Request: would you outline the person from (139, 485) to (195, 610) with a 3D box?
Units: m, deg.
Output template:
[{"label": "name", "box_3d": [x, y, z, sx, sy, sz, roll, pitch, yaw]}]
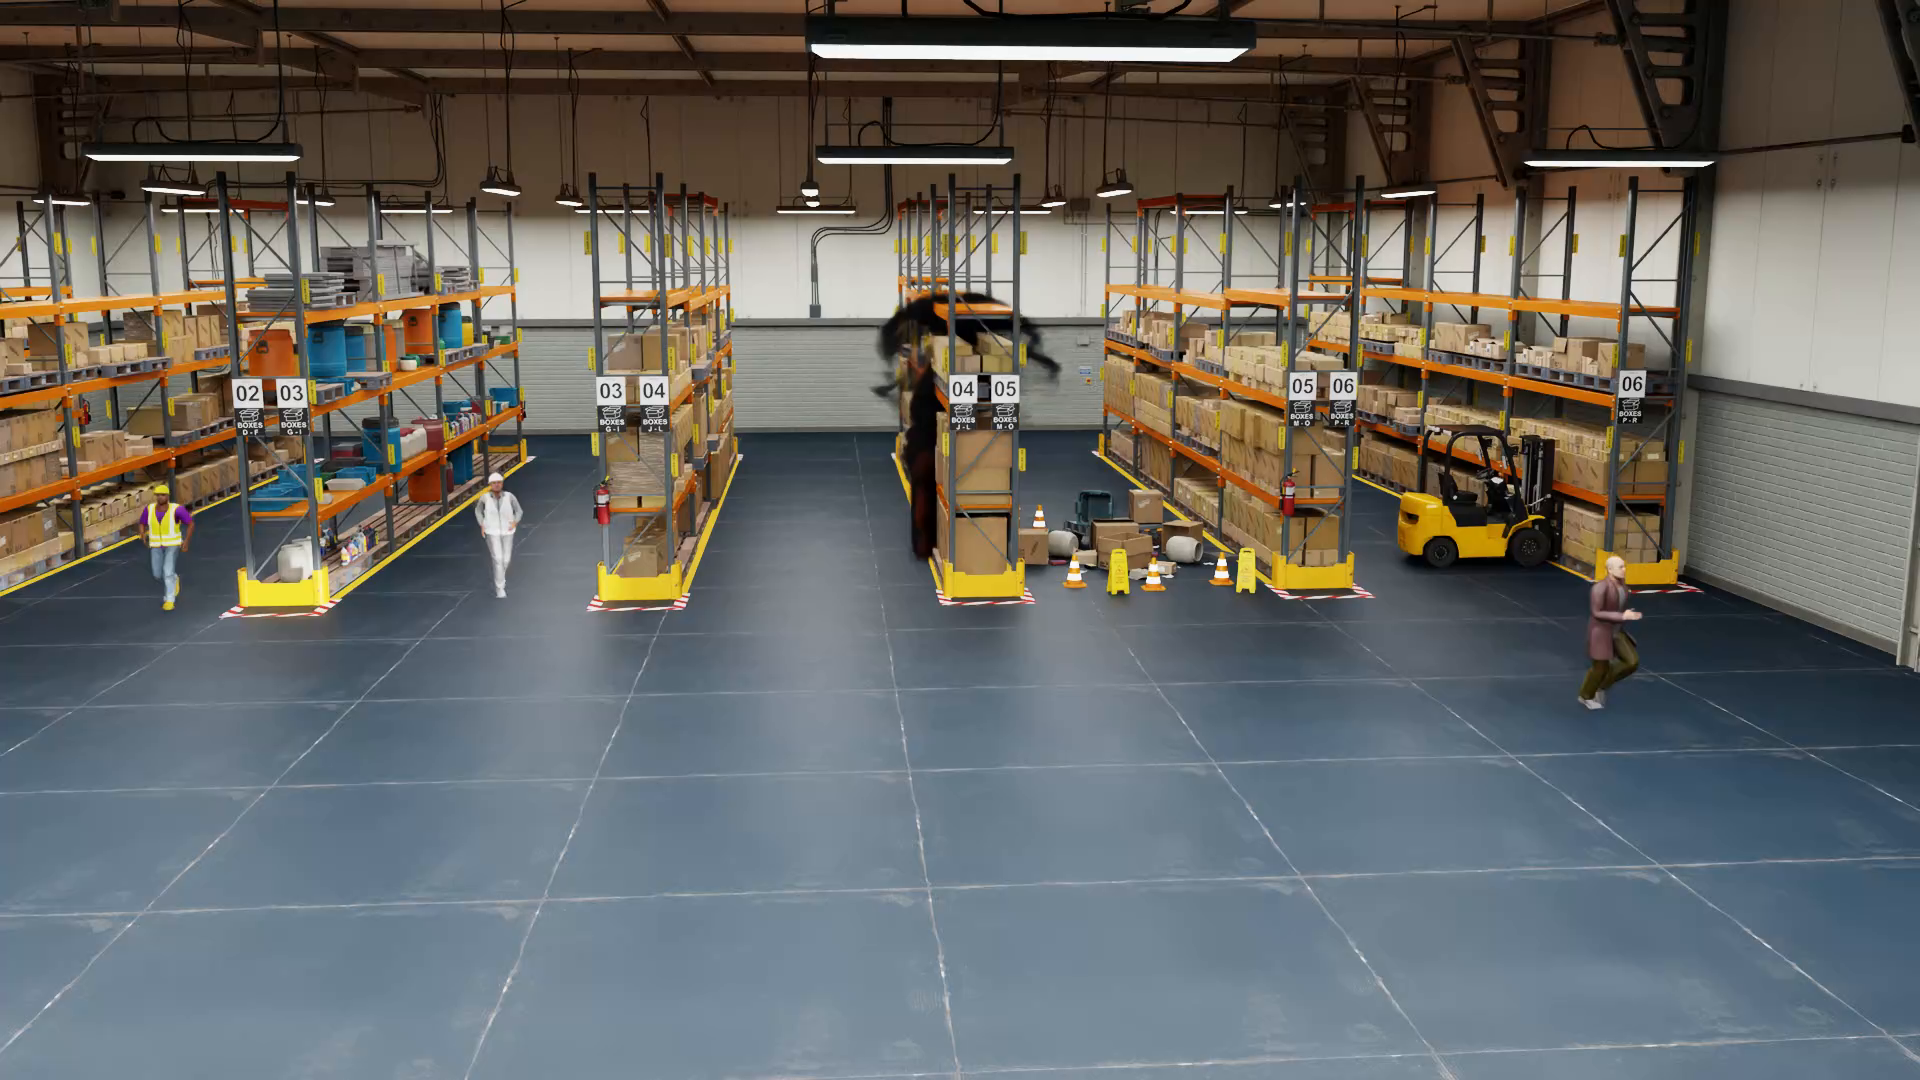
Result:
[{"label": "person", "box_3d": [-11.129, 0.080, 23.328, 0.735, 1.734, 0.655, -1, 10, -4]}]

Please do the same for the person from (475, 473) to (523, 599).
[{"label": "person", "box_3d": [-6.701, -0.098, 24.201, 0.658, 1.804, 0.832, -4, 11, -23]}]

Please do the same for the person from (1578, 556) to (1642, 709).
[{"label": "person", "box_3d": [7.013, 1.015, 17.904, 0.759, 1.727, 0.793, -6, 12, -32]}]
